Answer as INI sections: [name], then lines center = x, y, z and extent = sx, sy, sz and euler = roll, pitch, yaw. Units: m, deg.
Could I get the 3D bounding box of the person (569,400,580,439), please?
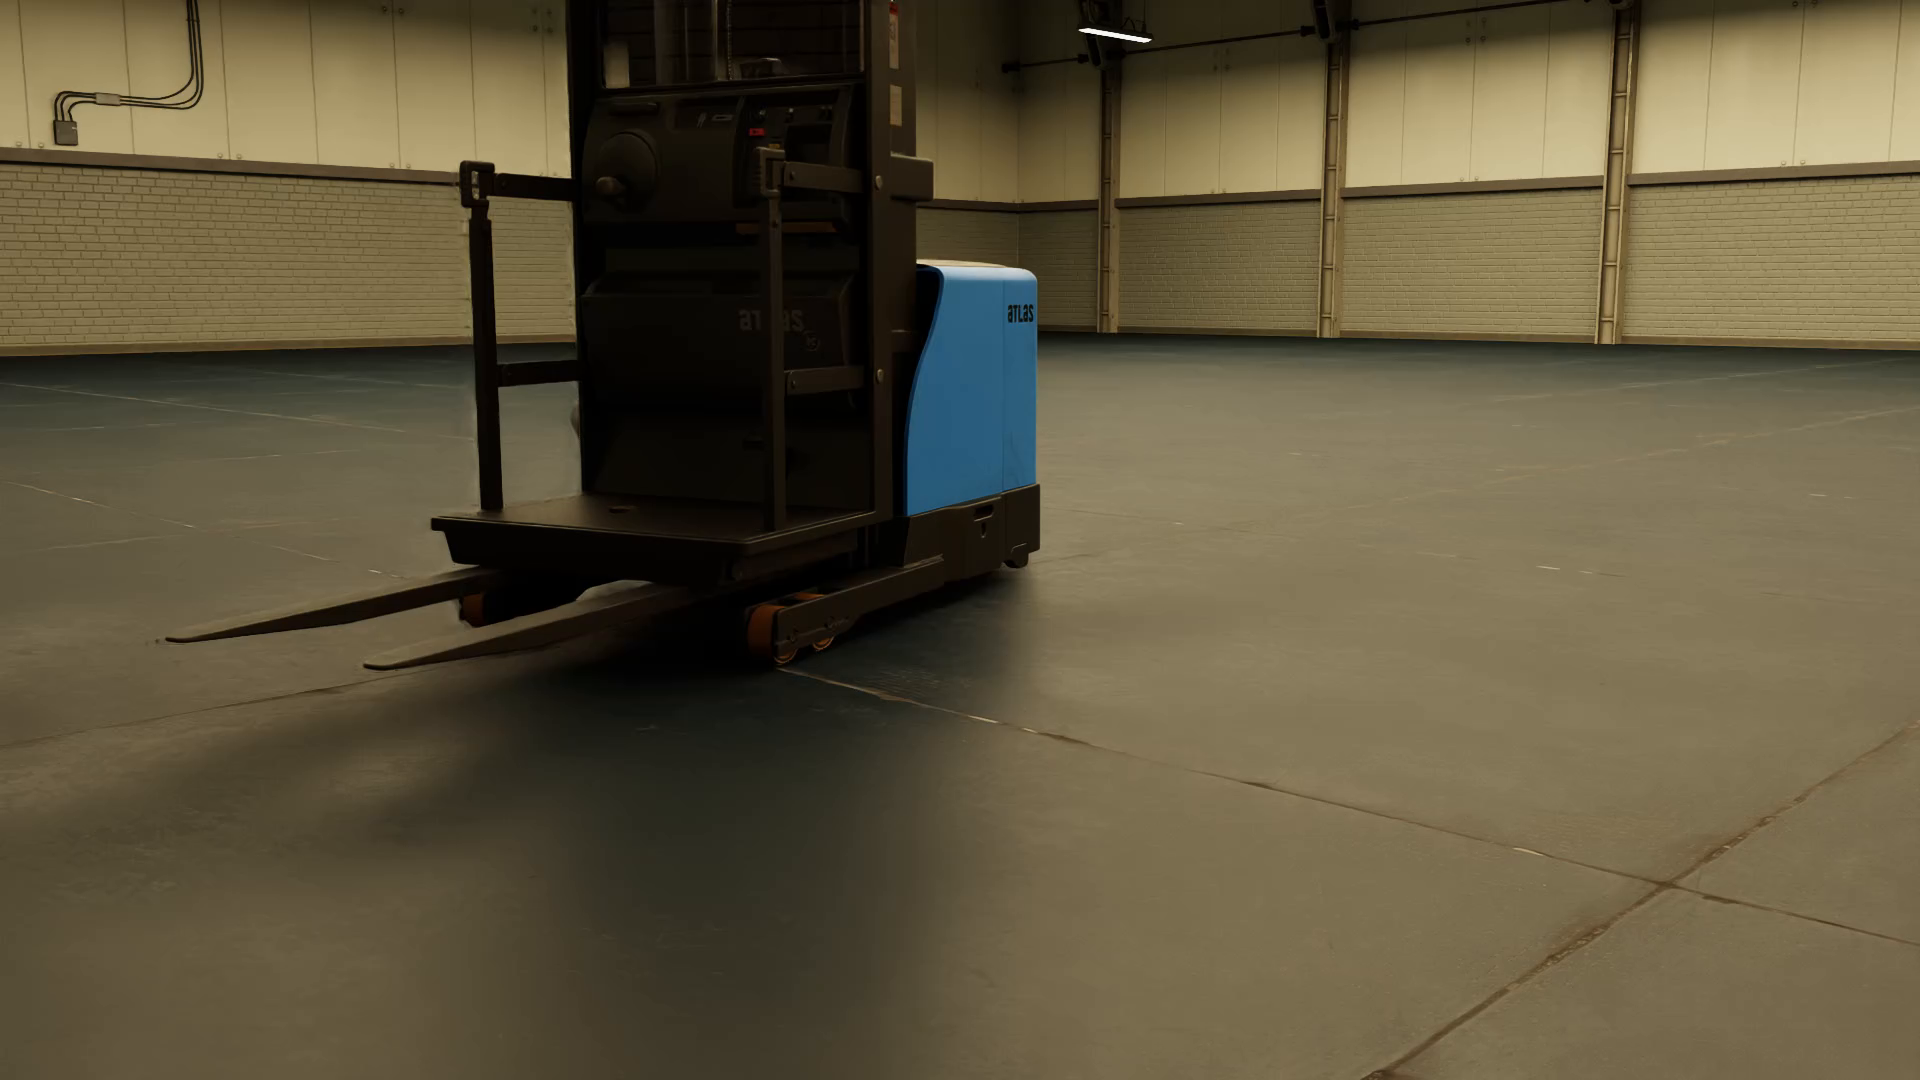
[person]
center = -1.379, -0.775, 7.101
extent = 0.916, 1.542, 0.505
euler = 8, 12, 43

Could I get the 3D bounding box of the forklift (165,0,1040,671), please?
[forklift]
center = -0.821, -1.187, 4.757
extent = 1.130, 2.935, 3.031
euler = 4, 10, 26
